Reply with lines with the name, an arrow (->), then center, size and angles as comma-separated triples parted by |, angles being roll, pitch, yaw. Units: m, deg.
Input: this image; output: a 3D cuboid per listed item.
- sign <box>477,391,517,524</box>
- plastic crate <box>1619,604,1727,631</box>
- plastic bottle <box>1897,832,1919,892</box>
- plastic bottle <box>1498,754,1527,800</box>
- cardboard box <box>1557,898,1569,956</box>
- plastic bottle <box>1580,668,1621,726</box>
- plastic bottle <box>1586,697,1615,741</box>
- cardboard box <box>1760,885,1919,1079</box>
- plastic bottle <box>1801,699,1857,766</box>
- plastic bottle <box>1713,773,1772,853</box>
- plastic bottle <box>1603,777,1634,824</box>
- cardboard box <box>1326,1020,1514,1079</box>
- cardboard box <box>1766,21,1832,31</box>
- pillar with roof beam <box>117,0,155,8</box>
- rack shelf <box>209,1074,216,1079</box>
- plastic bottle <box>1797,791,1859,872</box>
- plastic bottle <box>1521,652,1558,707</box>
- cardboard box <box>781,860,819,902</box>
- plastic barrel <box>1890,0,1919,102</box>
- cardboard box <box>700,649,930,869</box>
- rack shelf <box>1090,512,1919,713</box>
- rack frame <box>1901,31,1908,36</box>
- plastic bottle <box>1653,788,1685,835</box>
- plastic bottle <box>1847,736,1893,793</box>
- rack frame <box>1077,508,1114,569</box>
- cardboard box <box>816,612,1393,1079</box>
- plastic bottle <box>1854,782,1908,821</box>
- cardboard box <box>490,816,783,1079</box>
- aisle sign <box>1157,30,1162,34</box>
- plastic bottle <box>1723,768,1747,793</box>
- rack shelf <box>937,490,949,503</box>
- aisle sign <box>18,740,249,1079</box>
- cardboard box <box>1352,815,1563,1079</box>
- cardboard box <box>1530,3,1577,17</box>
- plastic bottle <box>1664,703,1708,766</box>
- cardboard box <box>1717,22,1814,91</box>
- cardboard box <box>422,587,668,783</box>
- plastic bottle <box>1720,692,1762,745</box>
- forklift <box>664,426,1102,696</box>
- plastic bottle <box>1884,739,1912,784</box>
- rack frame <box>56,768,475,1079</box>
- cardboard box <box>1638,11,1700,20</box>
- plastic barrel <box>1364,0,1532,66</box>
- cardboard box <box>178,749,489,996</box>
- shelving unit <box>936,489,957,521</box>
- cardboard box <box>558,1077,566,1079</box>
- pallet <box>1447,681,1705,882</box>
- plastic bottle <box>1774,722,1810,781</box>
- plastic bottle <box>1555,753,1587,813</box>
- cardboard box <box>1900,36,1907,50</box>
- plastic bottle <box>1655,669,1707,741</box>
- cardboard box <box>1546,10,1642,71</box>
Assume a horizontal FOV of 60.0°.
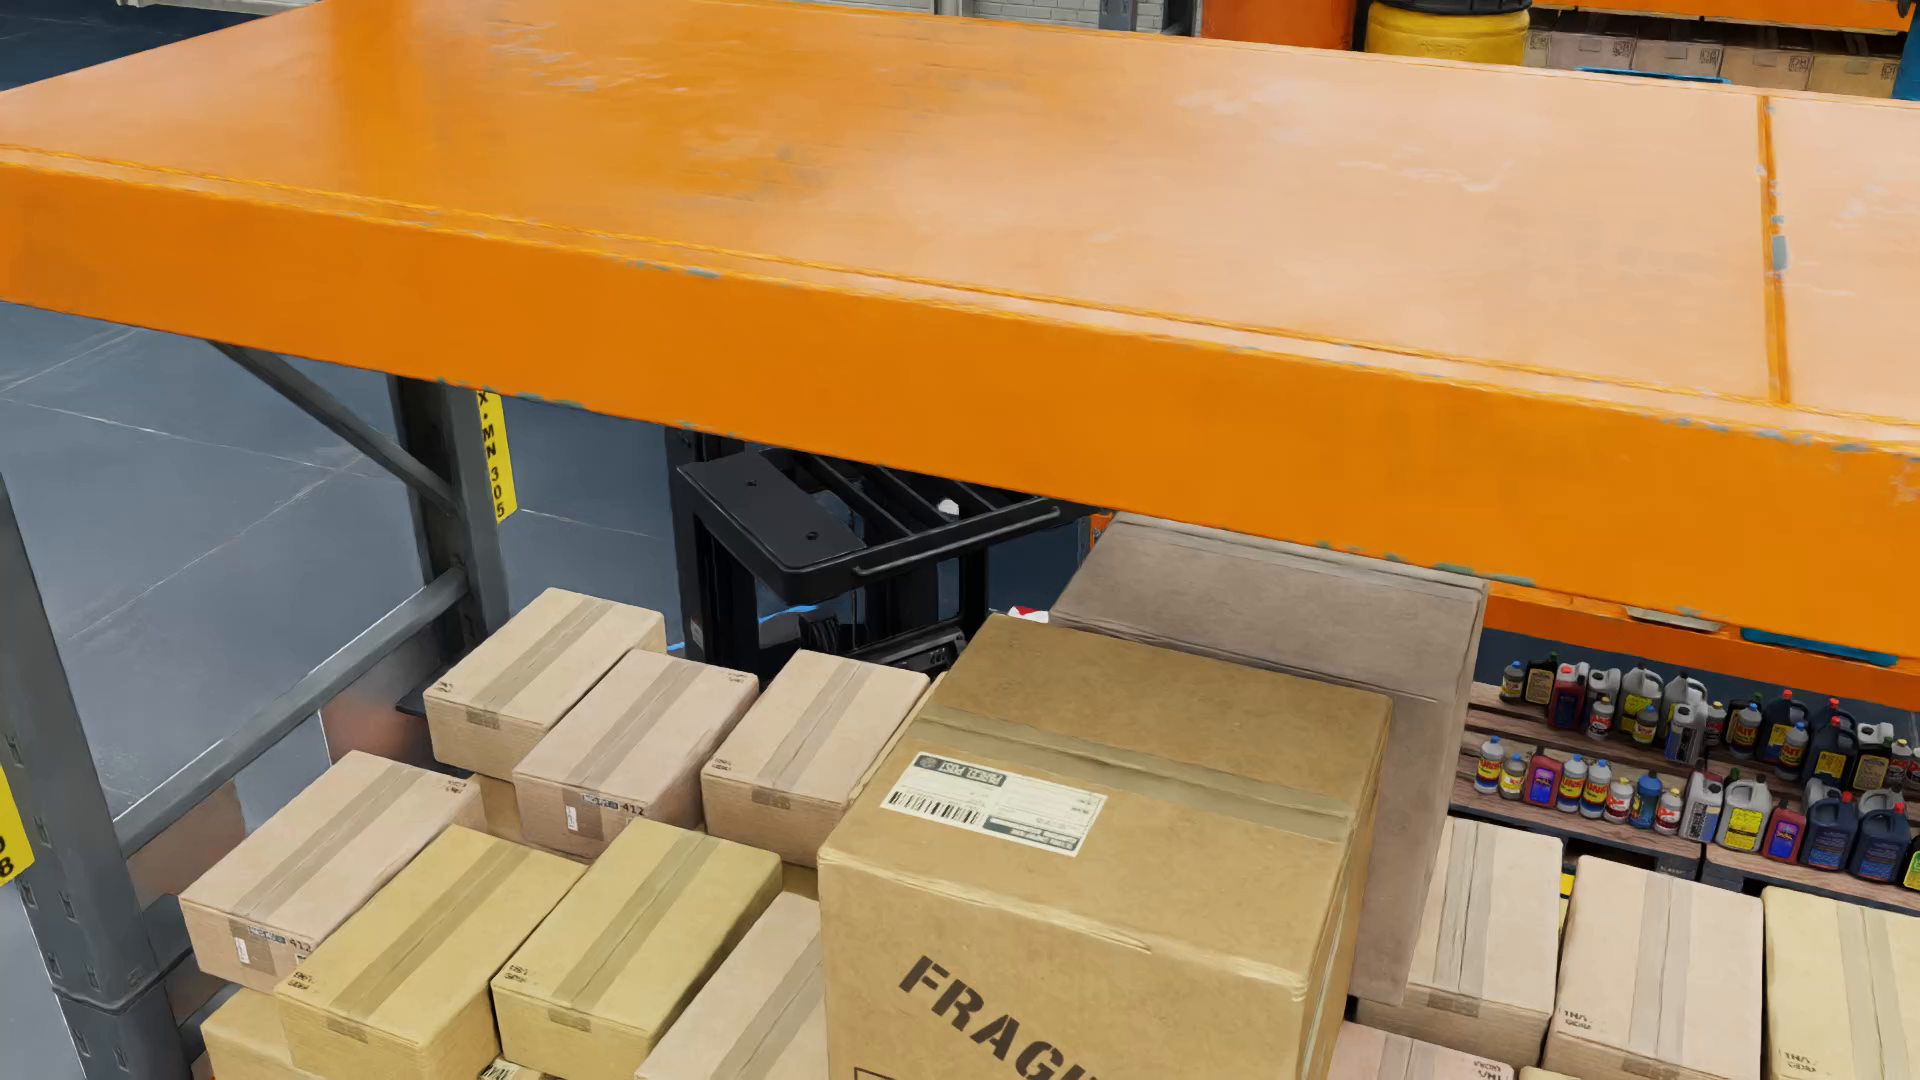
sign -> -0.870, -0.179, 3.069 | 0.005, 0.325, 0.100 | 11, 31, 19
plastic crate -> 2.872, 0.174, 6.663 | 0.437, 0.136, 0.530 | 11, 31, 19
plastic bottle -> 3.902, 1.296, 6.722 | 0.133, 0.283, 0.061 | 13, 32, 22
plastic bottle -> 2.424, 1.027, 7.281 | 0.097, 0.201, 0.097 | 0, 29, 0
cardboard box -> 0.848, 0.775, 2.434 | 0.500, 0.250, 0.500 | 11, 31, 18
plastic bottle -> 2.983, 0.723, 7.744 | 0.135, 0.276, 0.152 | 10, 31, 18
plastic bottle -> 2.954, 0.815, 7.656 | 0.097, 0.201, 0.097 | 0, 29, 0
cardboard box -> 1.201, 0.663, 2.227 | 0.250, 0.149, 0.380 | 11, 31, 18
plastic bottle -> 3.880, 0.867, 7.413 | 0.185, 0.351, 0.144 | 12, 32, 20
plastic bottle -> 3.289, 1.122, 6.961 | 0.185, 0.351, 0.144 | 11, 31, 19
plastic bottle -> 2.830, 1.108, 7.138 | 0.097, 0.201, 0.097 | 0, 29, 0
cardboard box -> 0.512, 0.785, 2.011 | 0.250, 0.149, 0.380 | 11, 31, 19
cardboard box -> 7.177, -4.580, 14.174 | 0.500, 0.500, 0.500 | 11, 31, 19
pillar with roof beam -> -12.834, -9.257, 16.983 | 0.400, 9.000, 9.100 | 11, 31, 19
rack shelf -> 0.756, 1.139, 2.369 | 4.000, 0.370, 1.077 | 11, 31, 19
plastic bottle -> 3.589, 1.182, 6.855 | 0.185, 0.351, 0.144 | 10, 31, 17
plastic bottle -> 2.747, 0.648, 7.869 | 0.133, 0.283, 0.061 | 12, 32, 20
cardboard box -> -0.091, 0.586, 2.769 | 0.500, 0.250, 0.500 | 11, 31, 19
plastic barrel -> 3.589, -1.696, 5.718 | 0.708, 0.901, 0.600 | 11, 31, 19
cardboard box -> -0.231, 0.359, 2.765 | 0.250, 0.149, 0.380 | 10, 31, 17
rack shelf -> 2.618, 0.187, 7.102 | 4.000, 0.370, 1.077 | 11, 31, 19
rack frame -> 8.196, -4.274, 14.262 | 0.127, 3.000, 1.000 | 11, 31, 19
plastic bottle -> 3.020, 1.146, 7.071 | 0.097, 0.201, 0.097 | 0, 29, 0
plastic bottle -> 3.992, 0.977, 7.286 | 0.133, 0.283, 0.061 | 11, 31, 19
rack frame -> 0.765, -0.496, 7.580 | 0.127, 3.000, 1.000 | 11, 31, 19
cardboard box -> 0.177, 0.463, 1.922 | 0.500, 0.500, 0.500 | 11, 31, 19
plastic bottle -> 3.821, 1.152, 6.909 | 0.185, 0.351, 0.144 | 11, 31, 19
cardboard box -> -0.445, 0.587, 2.362 | 0.250, 0.149, 0.380 | 11, 31, 18
aisle sign -> 0.810, -1.777, 7.203 | 0.004, 0.787, 0.394 | 11, 31, 19
plastic bottle -> 3.304, 1.100, 7.069 | 0.133, 0.283, 0.061 | 11, 31, 19
rack shelf -> 0.008, -0.283, 9.587 | 0.200, 0.077, 0.258 | 11, 31, 19
aisle sign -> -1.267, 0.756, 2.723 | 0.004, 0.787, 0.394 | 11, 31, 19
cardboard box -> 0.717, 0.573, 2.387 | 0.250, 0.149, 0.380 | 10, 31, 17
cardboard box -> 5.273, -4.962, 14.851 | 0.500, 0.500, 0.500 | 11, 31, 19
plastic bottle -> 3.278, 0.858, 7.505 | 0.135, 0.276, 0.152 | 11, 31, 19
cardboard box -> 4.991, -2.888, 10.390 | 0.500, 0.500, 0.700 | 11, 31, 19
cardboard box -> -0.723, 0.257, 2.946 | 0.250, 0.149, 0.380 | 11, 31, 19
plastic bottle -> 3.567, 0.812, 7.579 | 0.133, 0.283, 0.061 | 13, 32, 21
forklift -> -0.248, 0.655, 5.613 | 1.130, 2.935, 3.031 | -17, 34, -28
plastic bottle -> 4.153, 0.974, 7.375 | 0.097, 0.201, 0.097 | 0, 29, 0
rack frame -> -1.097, 1.762, 3.584 | 0.127, 3.000, 1.000 | 11, 31, 19
cardboard box -> 6.233, -4.774, 14.517 | 0.500, 0.500, 0.500 | 12, 32, 21
plastic barrel -> 1.869, -1.914, 6.421 | 0.600, 0.588, 0.600 | 0, 29, 0
cardboard box -> -0.929, 0.504, 2.508 | 0.250, 0.149, 0.380 | 11, 31, 19
shelving unit -> 0.008, -0.390, 9.526 | 0.210, 0.900, 0.258 | 11, 31, 19
cardboard box -> -0.268, 0.821, 2.353 | 0.500, 0.250, 0.500 | 11, 31, 18
pallet -> 2.730, 1.089, 7.608 | 1.213, 0.211, 1.003 | 11, 31, 19
plastic bottle -> 3.700, 0.930, 7.383 | 0.097, 0.271, 0.097 | 0, 29, 0
plastic bottle -> 2.645, 1.041, 7.186 | 0.097, 0.271, 0.097 | 0, 29, 0
cardboard box -> 5.924, -2.702, 10.061 | 0.500, 0.500, 0.700 | 11, 31, 19
plastic bottle -> 3.311, 0.753, 7.614 | 0.185, 0.351, 0.144 | 11, 31, 19
cardboard box -> 4.064, -3.073, 10.718 | 0.500, 0.500, 0.700 | 11, 31, 19
